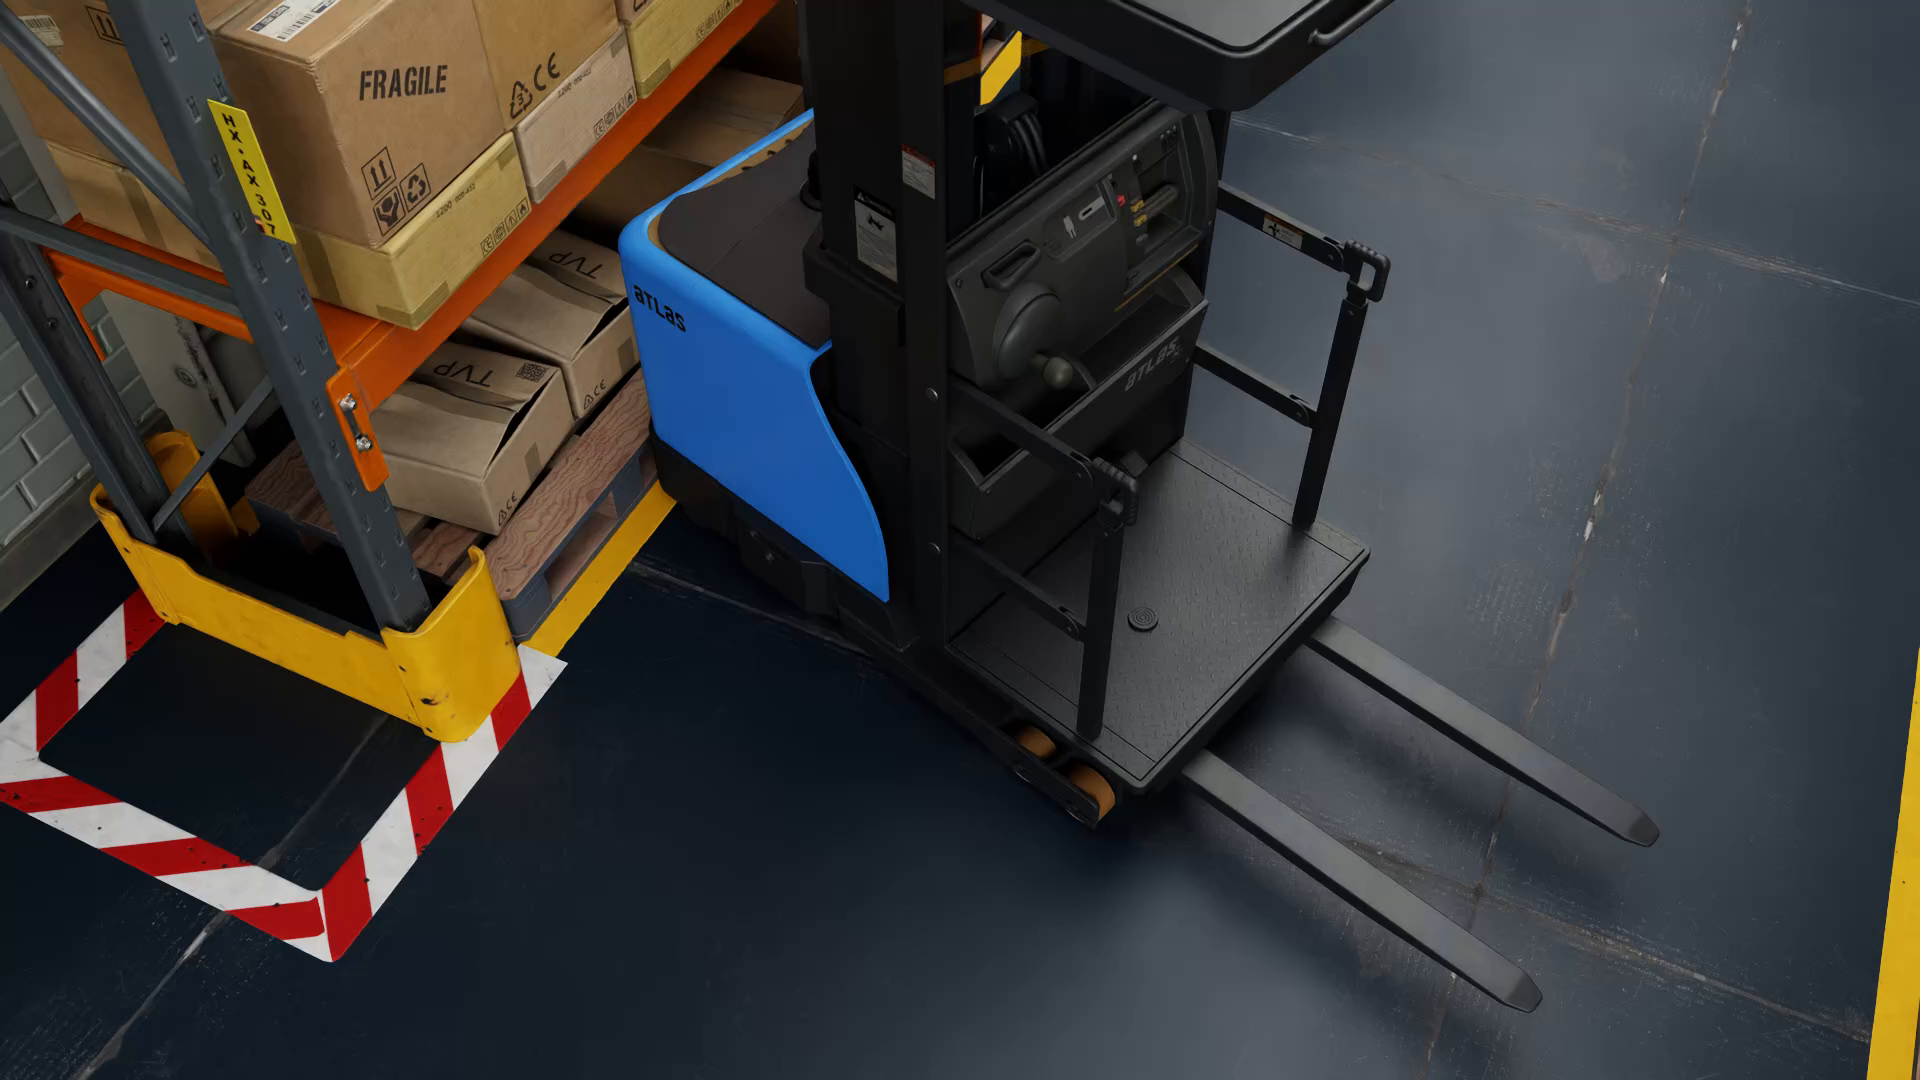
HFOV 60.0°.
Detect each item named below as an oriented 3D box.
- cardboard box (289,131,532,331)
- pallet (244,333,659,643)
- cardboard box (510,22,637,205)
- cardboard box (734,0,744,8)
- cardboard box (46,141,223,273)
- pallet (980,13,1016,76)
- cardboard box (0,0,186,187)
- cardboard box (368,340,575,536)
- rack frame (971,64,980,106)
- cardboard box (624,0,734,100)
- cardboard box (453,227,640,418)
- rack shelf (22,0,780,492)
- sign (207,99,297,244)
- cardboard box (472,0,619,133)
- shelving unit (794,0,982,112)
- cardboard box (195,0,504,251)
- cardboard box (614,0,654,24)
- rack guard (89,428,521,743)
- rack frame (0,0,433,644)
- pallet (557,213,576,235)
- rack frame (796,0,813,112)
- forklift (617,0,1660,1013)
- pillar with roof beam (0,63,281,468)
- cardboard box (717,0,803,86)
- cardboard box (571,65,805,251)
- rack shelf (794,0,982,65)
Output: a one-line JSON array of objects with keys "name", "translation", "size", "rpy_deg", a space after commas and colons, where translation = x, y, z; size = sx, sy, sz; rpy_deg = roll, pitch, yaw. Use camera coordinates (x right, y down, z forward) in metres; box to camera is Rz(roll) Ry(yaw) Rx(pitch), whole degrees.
[{"name": "cardboard box", "translation": [-1.416, -0.821, 4.065], "size": [0.500, 0.250, 0.500], "rpy_deg": [18, 52, 15]}, {"name": "pallet", "translation": [-1.500, -0.327, 5.390], "size": [1.003, 0.211, 1.213], "rpy_deg": [20, 52, 16]}, {"name": "cardboard box", "translation": [-1.207, -1.183, 4.373], "size": [0.500, 0.250, 0.500], "rpy_deg": [18, 52, 15]}, {"name": "cardboard box", "translation": [-0.766, -1.880, 4.965], "size": [0.500, 0.250, 0.500], "rpy_deg": [20, 53, 16]}, {"name": "cardboard box", "translation": [-1.887, -0.973, 4.194], "size": [0.500, 0.250, 0.500], "rpy_deg": [20, 53, 17]}, {"name": "pallet", "translation": [-0.458, -2.007, 6.819], "size": [1.003, 0.211, 1.213], "rpy_deg": [20, 52, 16]}, {"name": "cardboard box", "translation": [-1.902, -1.225, 3.916], "size": [0.500, 0.500, 0.500], "rpy_deg": [19, 52, 16]}, {"name": "cardboard box", "translation": [-1.535, -0.349, 5.054], "size": [0.500, 0.311, 0.500], "rpy_deg": [14, 51, 12]}, {"name": "rack frame", "translation": [-0.117, -1.847, 5.443], "size": [0.400, 2.100, 0.015], "rpy_deg": [19, 52, 16]}, {"name": "cardboard box", "translation": [-0.984, -1.532, 4.670], "size": [0.500, 0.250, 0.500], "rpy_deg": [19, 52, 16]}, {"name": "cardboard box", "translation": [-1.291, -0.742, 5.388], "size": [0.500, 0.311, 0.500], "rpy_deg": [24, 54, 19]}, {"name": "rack shelf", "translation": [-1.057, -1.775, 5.263], "size": [1.077, 0.370, 4.000], "rpy_deg": [20, 52, 16]}, {"name": "sign", "translation": [-1.421, -0.735, 3.337], "size": [0.100, 0.325, 0.005], "rpy_deg": [20, 52, 16]}, {"name": "cardboard box", "translation": [-1.216, -1.400, 4.064], "size": [0.500, 0.500, 0.500], "rpy_deg": [20, 52, 16]}, {"name": "shelving unit", "translation": [-0.219, -1.679, 5.299], "size": [0.431, 2.100, 0.503], "rpy_deg": [19, 52, 16]}, {"name": "cardboard box", "translation": [-1.436, -1.062, 3.777], "size": [0.500, 0.500, 0.500], "rpy_deg": [20, 52, 16]}, {"name": "cardboard box", "translation": [-0.989, -1.753, 4.365], "size": [0.500, 0.500, 0.500], "rpy_deg": [18, 52, 15]}, {"name": "rack guard", "translation": [-1.879, 0.127, 4.814], "size": [1.175, 0.500, 0.348], "rpy_deg": [20, 52, 16]}, {"name": "rack frame", "translation": [-1.912, -0.631, 3.817], "size": [1.000, 3.000, 0.127], "rpy_deg": [20, 52, 16]}, {"name": "pallet", "translation": [-0.978, -1.164, 6.102], "size": [1.003, 0.211, 1.213], "rpy_deg": [20, 52, 16]}, {"name": "rack frame", "translation": [-0.320, -1.510, 5.155], "size": [0.400, 2.100, 0.015], "rpy_deg": [19, 52, 16]}, {"name": "forklift", "translation": [0.469, -0.629, 3.861], "size": [3.031, 2.935, 1.130], "rpy_deg": [34, 58, 26]}, {"name": "pillar with roof beam", "translation": [1.498, -1.937, 0.990], "size": [9.100, 9.000, 0.400], "rpy_deg": [20, 52, 16]}, {"name": "cardboard box", "translation": [-0.610, -1.990, 6.326], "size": [0.500, 0.500, 0.500], "rpy_deg": [16, 52, 13]}, {"name": "cardboard box", "translation": [-0.932, -1.292, 5.732], "size": [0.700, 0.500, 0.500], "rpy_deg": [17, 52, 14]}, {"name": "rack shelf", "translation": [-0.219, -1.670, 5.309], "size": [0.431, 0.518, 0.480], "rpy_deg": [19, 52, 16]}]
